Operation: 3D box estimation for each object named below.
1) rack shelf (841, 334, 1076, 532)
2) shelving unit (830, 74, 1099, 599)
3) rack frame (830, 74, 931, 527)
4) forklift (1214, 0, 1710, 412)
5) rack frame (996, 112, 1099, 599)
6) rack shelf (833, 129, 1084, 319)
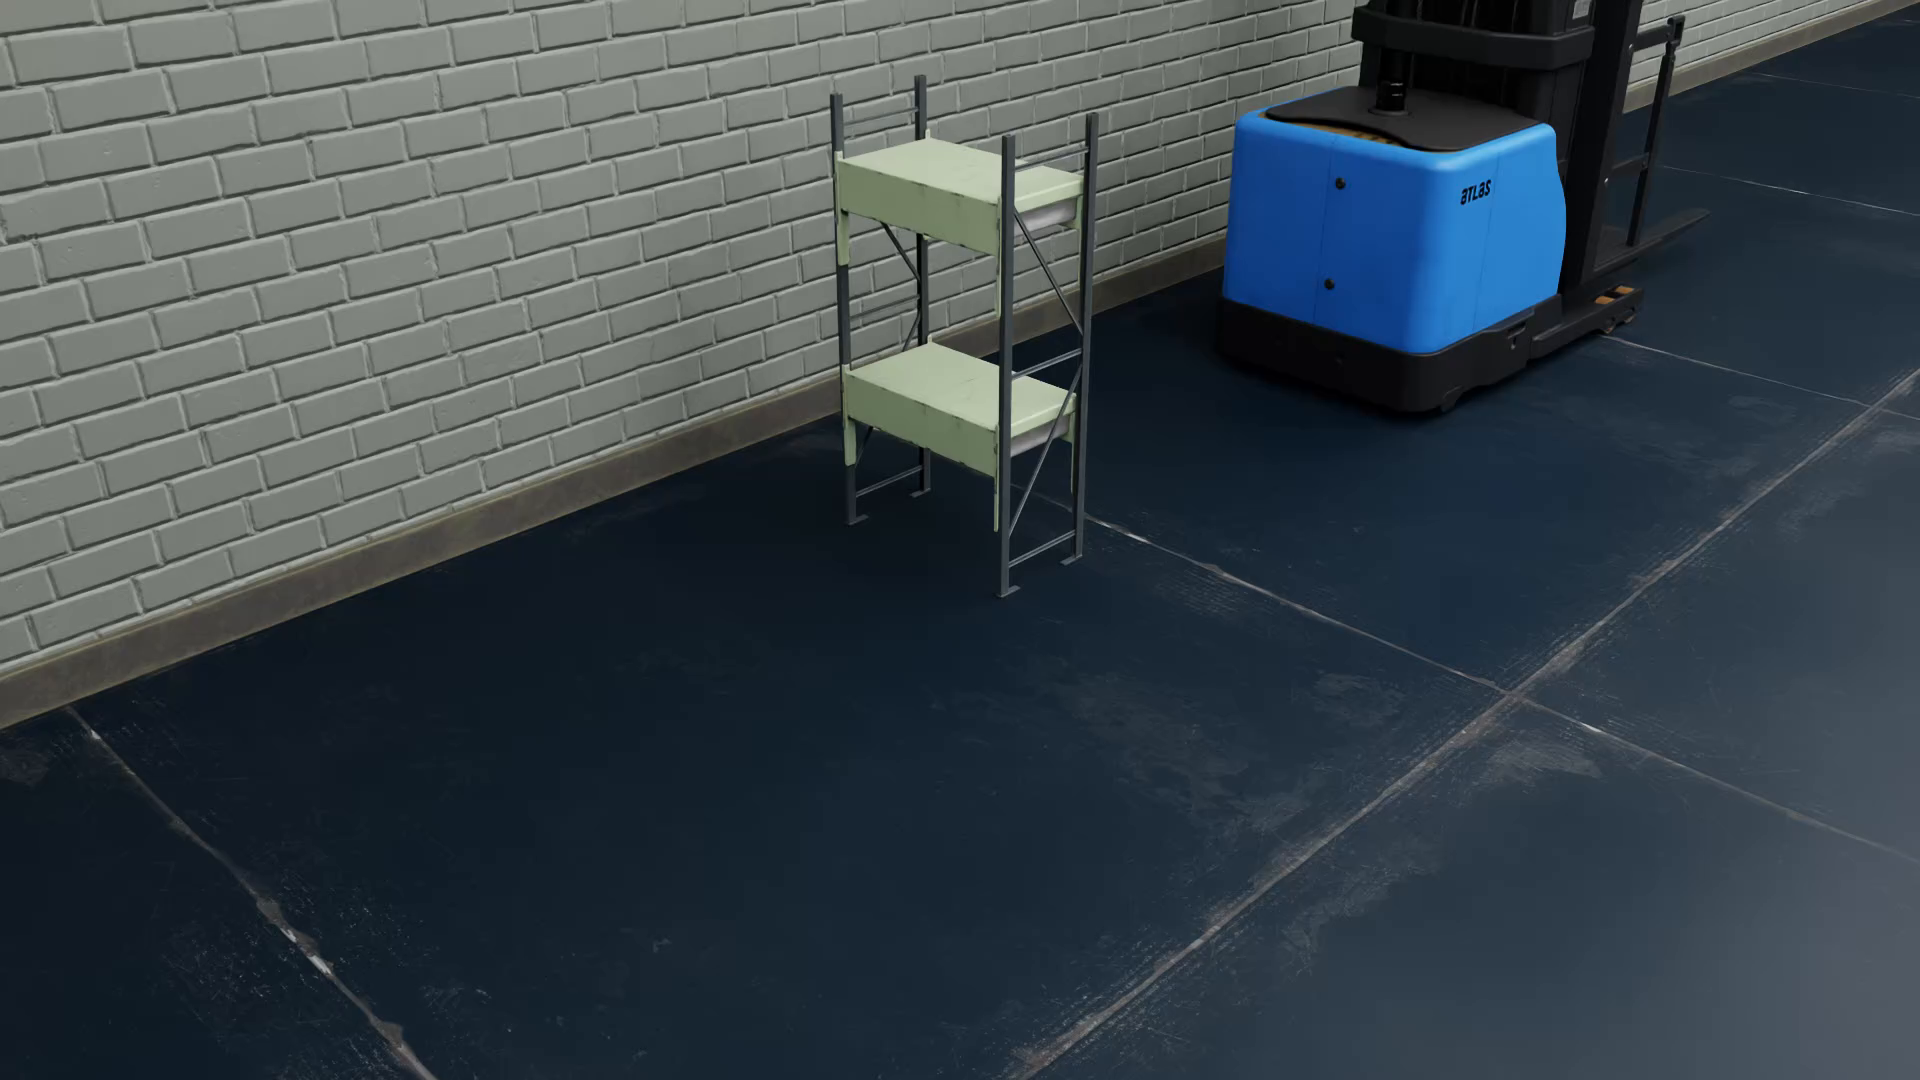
[{"bbox_3d":[0.005,-0.373,5.549,0.720,0.370,0.431,25,36,38],"label":"rack shelf"},{"bbox_3d":[0.005,-0.662,5.397,0.755,1.500,0.431,25,36,38],"label":"shelving unit"},{"bbox_3d":[-0.256,-0.781,5.624,0.023,1.500,0.400,25,36,38],"label":"rack frame"},{"bbox_3d":[2.500,-2.385,7.136,3.031,2.935,1.130,-25,36,-38],"label":"forklift"},{"bbox_3d":[0.266,-0.542,5.170,0.023,1.500,0.400,25,36,38],"label":"rack frame"},{"bbox_3d":[0.005,-1.007,5.215,0.720,0.370,0.431,25,36,38],"label":"rack shelf"}]
